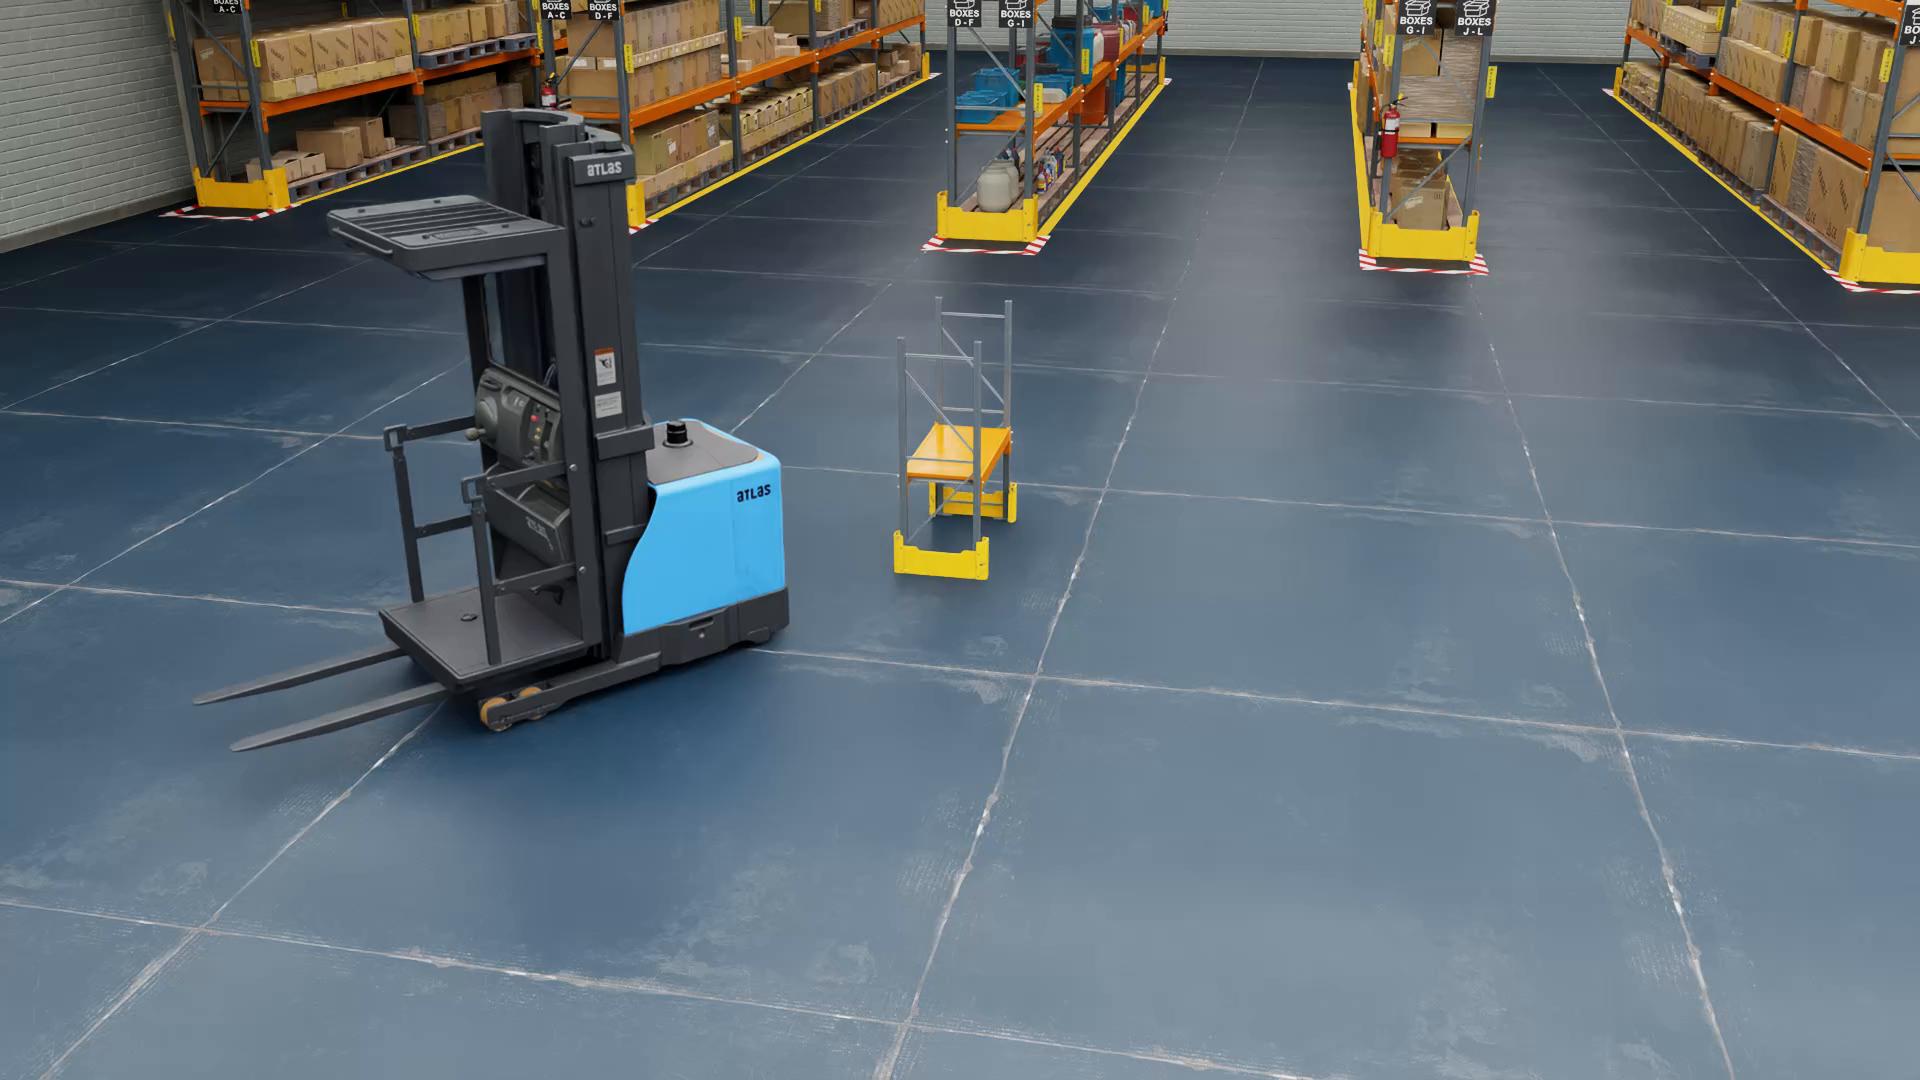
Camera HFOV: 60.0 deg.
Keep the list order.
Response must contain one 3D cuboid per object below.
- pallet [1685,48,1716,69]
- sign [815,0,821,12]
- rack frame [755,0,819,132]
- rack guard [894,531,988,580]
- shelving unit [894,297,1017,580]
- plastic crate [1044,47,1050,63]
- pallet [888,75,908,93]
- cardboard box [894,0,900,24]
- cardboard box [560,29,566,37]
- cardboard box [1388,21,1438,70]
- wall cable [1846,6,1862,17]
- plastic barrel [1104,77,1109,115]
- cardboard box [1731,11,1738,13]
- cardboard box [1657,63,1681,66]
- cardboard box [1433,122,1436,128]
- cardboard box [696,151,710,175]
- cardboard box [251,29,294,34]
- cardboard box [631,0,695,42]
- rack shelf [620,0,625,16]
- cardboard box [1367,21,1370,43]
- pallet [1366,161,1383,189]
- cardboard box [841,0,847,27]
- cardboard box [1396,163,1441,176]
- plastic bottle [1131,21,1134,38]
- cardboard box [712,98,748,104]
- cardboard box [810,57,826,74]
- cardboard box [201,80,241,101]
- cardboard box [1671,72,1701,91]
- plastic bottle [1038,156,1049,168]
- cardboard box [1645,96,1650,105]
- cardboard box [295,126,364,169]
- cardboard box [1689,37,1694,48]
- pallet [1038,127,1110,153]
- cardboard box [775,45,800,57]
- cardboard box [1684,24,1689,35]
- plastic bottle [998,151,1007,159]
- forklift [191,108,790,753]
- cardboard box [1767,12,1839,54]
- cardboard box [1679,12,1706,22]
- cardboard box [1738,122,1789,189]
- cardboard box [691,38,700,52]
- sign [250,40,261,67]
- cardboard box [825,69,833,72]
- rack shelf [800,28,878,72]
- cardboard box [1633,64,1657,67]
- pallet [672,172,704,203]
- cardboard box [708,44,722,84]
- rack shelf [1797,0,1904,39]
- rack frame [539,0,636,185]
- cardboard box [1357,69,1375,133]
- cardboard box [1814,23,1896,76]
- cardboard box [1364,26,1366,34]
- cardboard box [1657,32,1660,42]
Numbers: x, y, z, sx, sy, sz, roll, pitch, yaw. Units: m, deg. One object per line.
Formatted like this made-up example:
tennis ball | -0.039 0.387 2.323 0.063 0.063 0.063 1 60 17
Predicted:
pallet | 11.713 -7.282 25.176 1.213 0.211 1.003 4 22 11
sign | -2.317 -8.770 27.064 0.100 0.325 0.005 4 22 11
rack frame | -2.861 -8.274 27.382 1.000 3.000 0.127 4 22 11
rack guard | -0.117 0.094 10.285 0.587 0.250 0.087 4 22 11
shelving unit | -0.016 -0.668 10.504 0.587 1.500 1.083 4 22 11
plastic crate | 1.092 -6.852 23.873 0.392 0.384 0.575 4 22 11
pallet | -1.657 -9.142 33.270 1.003 0.211 1.213 4 22 11
cardboard box | -1.468 -10.319 32.327 0.500 0.500 0.500 4 22 11
cardboard box | -7.245 -9.025 29.556 0.380 0.149 0.250 5 22 12
cardboard box | 5.171 -5.643 18.979 0.500 0.500 0.500 4 22 11
wall cable | 19.298 -12.237 35.822 0.585 1.953 0.123 4 22 11
plastic barrel | 2.301 -7.564 28.286 0.600 0.588 0.708 4 22 11
cardboard box | 12.381 -8.379 26.622 0.380 0.149 0.250 4 22 9
cardboard box | 13.444 -8.963 31.552 0.380 0.149 0.250 5 22 12
cardboard box | 5.662 -4.834 19.178 0.380 0.149 0.250 4 22 11
cardboard box | -3.757 -5.178 22.814 0.500 0.250 0.500 4 22 11
cardboard box | -9.242 -6.573 22.330 0.500 0.500 0.500 4 22 9
cardboard box | -3.966 -6.928 22.171 0.700 0.500 0.500 4 22 11
rack shelf | -4.085 -7.137 21.508 1.077 0.370 4.000 4 22 11
cardboard box | 7.212 -8.693 28.290 0.500 0.500 0.500 4 22 11
pallet | 6.178 -5.046 23.100 1.003 0.211 1.213 4 22 11
cardboard box | -2.345 -9.327 29.301 0.700 0.500 0.500 -1 22 -3
cardboard box | 5.583 -4.303 20.306 0.500 0.500 0.500 7 23 16
plastic bottle | 3.037 -9.047 29.458 0.061 0.283 0.133 4 22 11
cardboard box | -3.565 -6.717 25.884 0.500 0.311 0.500 4 22 10
cardboard box | -2.688 -8.422 29.502 0.500 0.250 0.500 4 22 10
cardboard box | -9.438 -5.850 21.537 0.500 0.250 0.500 5 22 12
cardboard box | 11.972 -7.503 27.249 0.500 0.250 0.500 5 22 12
plastic bottle | 1.133 -5.047 22.427 0.152 0.276 0.135 4 22 11
cardboard box | 12.360 -7.797 29.453 0.380 0.149 0.250 4 22 9
cardboard box | -8.799 -5.488 23.222 0.700 0.500 0.500 3 22 8
cardboard box | 11.481 -7.672 25.661 0.380 0.149 0.250 4 22 10
pallet | 1.792 -6.321 26.266 1.003 0.211 1.213 4 22 11
cardboard box | -2.774 -7.807 26.560 0.380 0.149 0.250 4 22 11
cardboard box | 11.588 -8.006 26.093 0.380 0.149 0.250 5 22 12
plastic bottle | 0.562 -5.075 22.396 0.144 0.351 0.185 4 22 9
forklift | -2.438 -0.611 8.448 3.031 2.935 1.130 -17 27 -35
cardboard box | 11.157 -6.705 22.014 0.700 0.500 0.500 5 22 11
cardboard box | 11.694 -8.337 26.518 0.380 0.149 0.250 5 23 13
cardboard box | 10.894 -5.025 21.763 1.050 0.750 0.750 4 22 11
cardboard box | -3.732 -6.670 22.399 0.380 0.149 0.250 4 22 11
sign | -8.812 -6.085 20.788 0.100 0.325 0.005 4 22 11
cardboard box | -2.589 -8.245 30.067 0.500 0.500 0.500 5 22 12
rack shelf | -2.453 -8.672 29.333 1.077 0.370 4.000 4 22 11
cardboard box | 12.926 -8.901 31.396 0.380 0.149 0.250 5 22 12
pallet | -4.127 -4.782 22.445 1.003 0.211 1.213 4 22 11
cardboard box | -3.761 -6.695 23.327 0.700 0.500 0.500 4 22 10
rack shelf | 10.447 -5.966 18.599 1.077 0.370 4.000 4 22 11
rack frame | -4.493 -5.348 20.118 1.000 3.000 0.127 4 22 11
cardboard box | 6.998 -6.977 26.445 1.225 0.875 0.875 3 22 8
cardboard box | 10.503 -5.681 19.297 0.875 0.550 0.550 4 22 11
cardboard box | 7.499 -9.188 29.989 0.380 0.149 0.250 4 22 10
cardboard box | 12.263 -8.673 28.711 0.380 0.149 0.250 4 22 9
